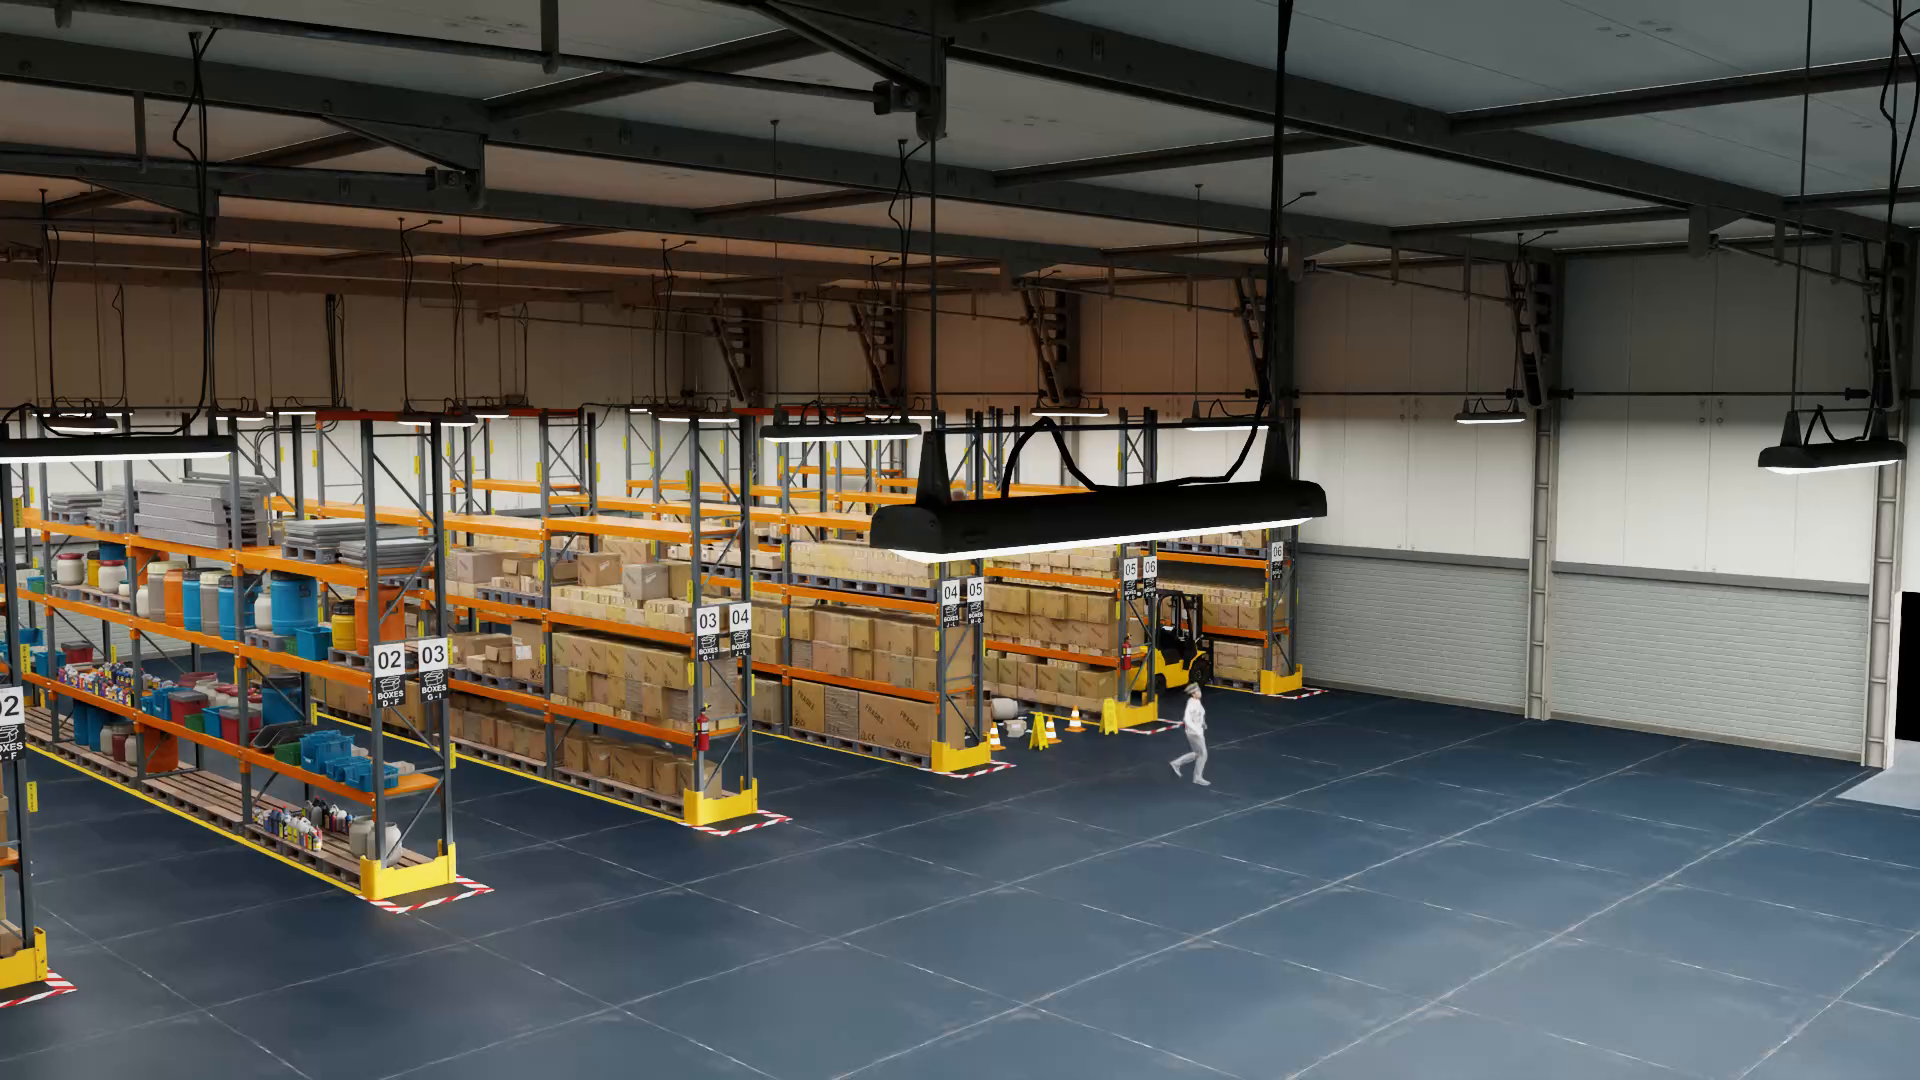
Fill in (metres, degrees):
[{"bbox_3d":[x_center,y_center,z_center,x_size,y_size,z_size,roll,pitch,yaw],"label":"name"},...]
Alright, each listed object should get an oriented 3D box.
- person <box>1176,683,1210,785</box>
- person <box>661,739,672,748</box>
[{"bbox_3d":[3.779,3.130,26.912,0.550,1.674,0.616,1,5,6],"label":"person"},{"bbox_3d":[-5.147,2.937,29.608,0.486,1.561,0.551,4,6,38],"label":"person"}]
